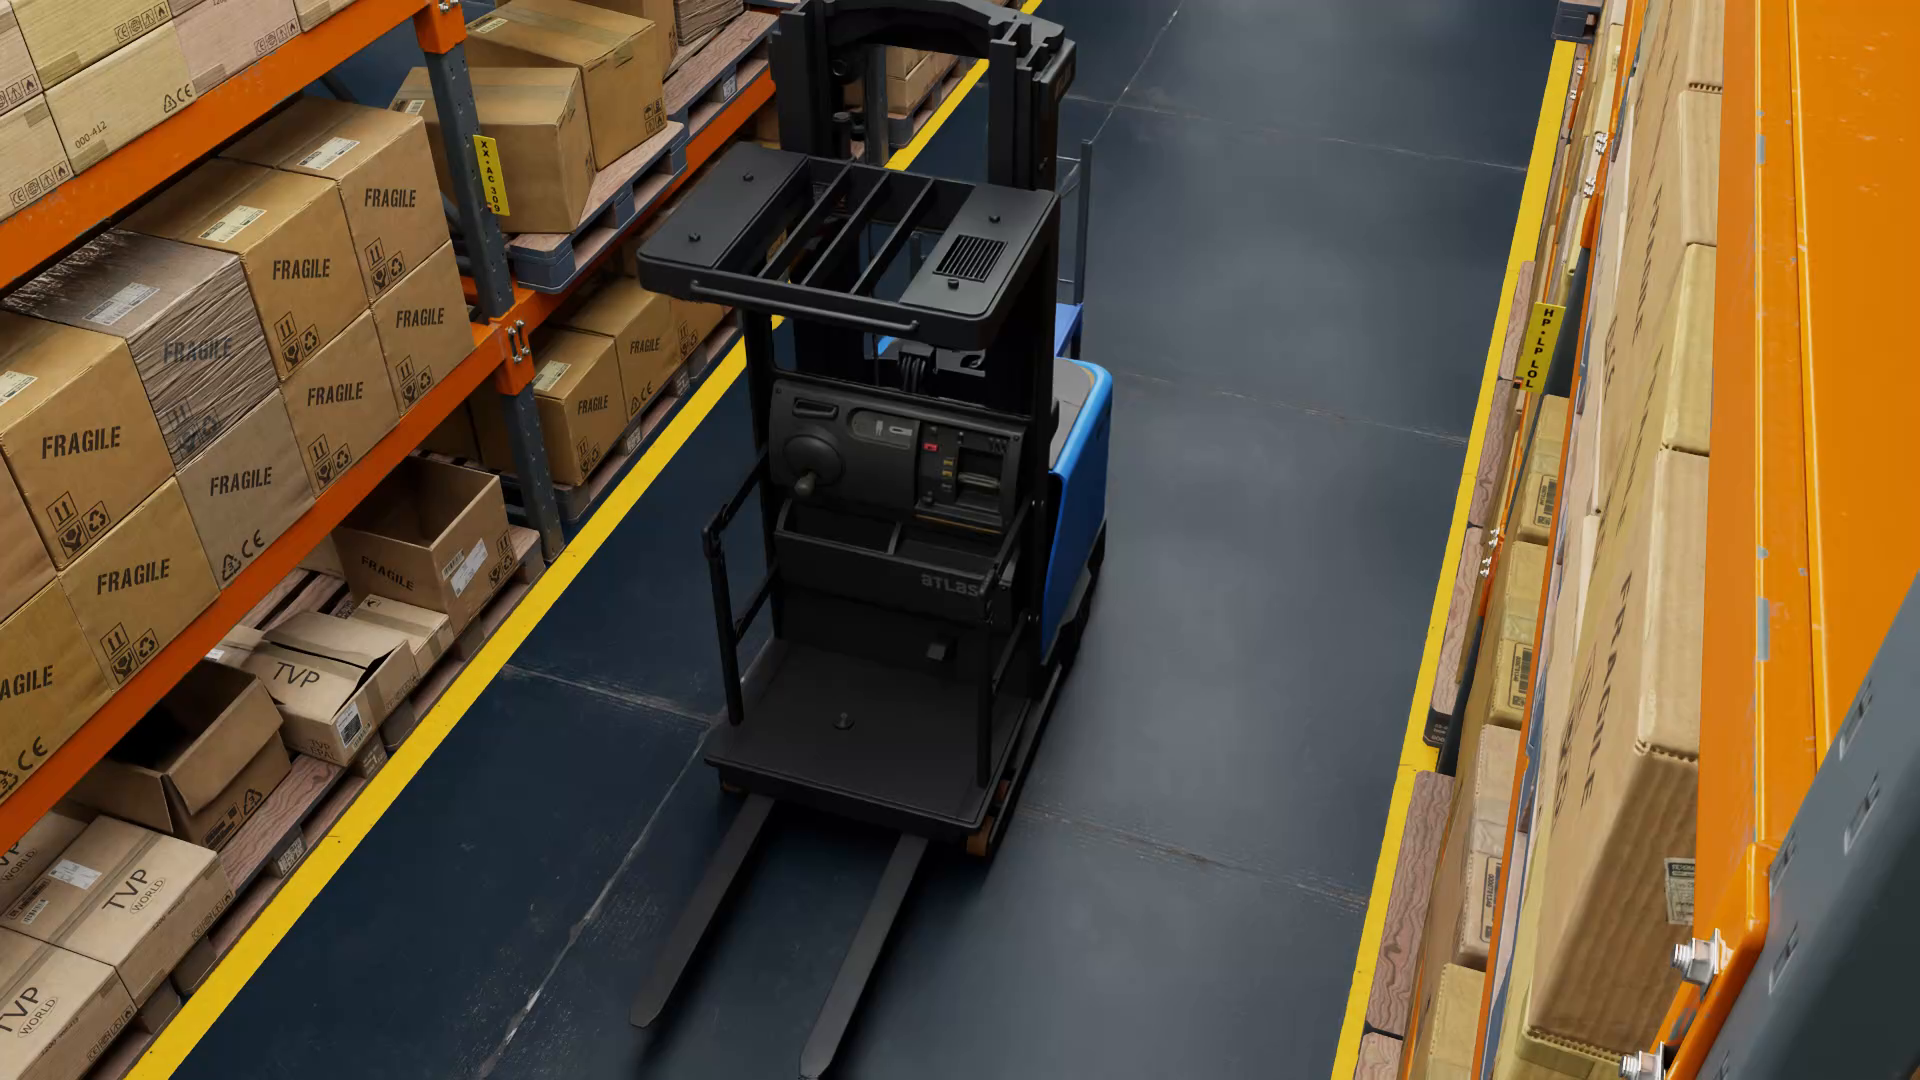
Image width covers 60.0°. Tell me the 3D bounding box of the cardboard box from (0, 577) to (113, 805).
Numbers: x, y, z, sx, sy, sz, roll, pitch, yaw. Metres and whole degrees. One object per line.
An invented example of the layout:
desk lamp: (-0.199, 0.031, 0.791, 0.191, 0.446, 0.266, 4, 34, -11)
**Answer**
cardboard box: (-2.928, 0.390, 4.858, 0.500, 0.500, 0.500, 13, 42, 15)

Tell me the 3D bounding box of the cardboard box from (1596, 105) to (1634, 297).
cardboard box: (1.679, -0.692, 3.608, 0.500, 0.250, 0.500, 12, 42, 14)

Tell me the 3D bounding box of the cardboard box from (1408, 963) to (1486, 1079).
cardboard box: (1.386, 1.485, 3.420, 0.980, 0.700, 0.700, 13, 42, 15)

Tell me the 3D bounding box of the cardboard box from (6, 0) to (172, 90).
cardboard box: (-2.564, -1.487, 4.554, 0.500, 0.250, 0.500, 13, 42, 15)

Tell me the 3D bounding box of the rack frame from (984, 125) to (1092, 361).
rack frame: (0.355, -1.271, 8.037, 0.500, 1.500, 0.032, 12, 42, 14)

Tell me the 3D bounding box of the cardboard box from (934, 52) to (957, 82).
cardboard box: (-0.311, -3.292, 11.046, 0.500, 0.250, 0.500, 12, 42, 14)

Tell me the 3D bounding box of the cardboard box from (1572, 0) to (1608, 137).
cardboard box: (3.124, -2.122, 7.559, 0.500, 0.500, 0.500, 15, 43, 17)

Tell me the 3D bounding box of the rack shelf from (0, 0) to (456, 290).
rack shelf: (-2.989, -0.825, 4.603, 1.077, 0.370, 4.000, 13, 42, 15)

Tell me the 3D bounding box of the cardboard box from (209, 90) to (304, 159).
cardboard box: (-2.731, -1.371, 6.153, 0.500, 0.500, 0.500, 14, 43, 16)

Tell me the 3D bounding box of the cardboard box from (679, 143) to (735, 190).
cardboard box: (-1.398, -1.837, 8.554, 0.500, 0.250, 0.500, 13, 42, 14)

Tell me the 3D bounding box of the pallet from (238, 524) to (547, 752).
pallet: (-2.541, 0.302, 7.188, 1.003, 0.211, 1.213, 13, 42, 15)

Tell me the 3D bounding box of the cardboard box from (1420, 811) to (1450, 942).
cardboard box: (1.999, 1.144, 5.654, 0.700, 0.500, 0.500, 14, 42, 16)

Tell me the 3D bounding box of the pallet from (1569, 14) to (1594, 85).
pallet: (4.822, -3.424, 11.554, 1.003, 0.211, 1.213, 13, 42, 15)

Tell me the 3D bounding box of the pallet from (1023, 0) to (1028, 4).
pallet: (0.215, -4.538, 12.860, 1.003, 0.211, 1.213, 13, 42, 15)

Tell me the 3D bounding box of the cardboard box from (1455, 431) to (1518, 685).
cardboard box: (2.451, 0.152, 6.547, 0.750, 0.750, 0.750, 14, 42, 16)

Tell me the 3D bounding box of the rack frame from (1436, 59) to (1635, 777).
rack frame: (2.351, -0.081, 5.487, 1.000, 3.000, 0.127, 13, 42, 15)

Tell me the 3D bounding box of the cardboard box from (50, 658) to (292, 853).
cardboard box: (-2.943, 0.751, 6.096, 0.797, 0.503, 0.637, 13, 42, 15)

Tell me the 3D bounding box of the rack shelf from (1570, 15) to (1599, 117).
rack shelf: (4.403, -3.467, 10.010, 1.077, 0.370, 4.000, 13, 42, 15)

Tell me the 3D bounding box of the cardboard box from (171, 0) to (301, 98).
cardboard box: (-2.403, -1.604, 5.077, 0.500, 0.250, 0.500, 13, 42, 15)

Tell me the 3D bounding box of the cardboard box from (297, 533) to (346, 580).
cardboard box: (-2.652, -0.114, 7.259, 0.500, 0.311, 0.500, 13, 42, 15)

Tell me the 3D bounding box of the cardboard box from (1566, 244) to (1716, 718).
cardboard box: (1.158, -0.018, 2.240, 0.500, 0.500, 0.500, 15, 43, 16)

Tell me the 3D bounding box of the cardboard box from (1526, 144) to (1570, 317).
cardboard box: (3.344, -1.443, 8.417, 0.750, 0.750, 0.750, 13, 42, 15)

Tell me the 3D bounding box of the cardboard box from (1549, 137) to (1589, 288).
cardboard box: (2.617, -1.195, 6.471, 0.500, 0.500, 0.500, 13, 42, 15)

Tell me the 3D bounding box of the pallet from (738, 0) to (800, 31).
pallet: (-1.103, -3.116, 9.192, 1.213, 0.211, 1.003, 13, 42, 15)

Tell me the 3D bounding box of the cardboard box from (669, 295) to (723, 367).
cardboard box: (-1.561, -1.266, 8.464, 0.500, 0.500, 0.500, 14, 42, 16)

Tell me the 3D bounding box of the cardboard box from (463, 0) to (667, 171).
cardboard box: (-1.758, -2.048, 7.393, 0.700, 0.500, 0.500, 20, 44, 22)

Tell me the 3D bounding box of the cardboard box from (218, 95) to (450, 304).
cardboard box: (-2.235, -1.230, 5.987, 0.500, 0.500, 0.500, 14, 42, 15)

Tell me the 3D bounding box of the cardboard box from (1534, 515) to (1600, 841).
cardboard box: (1.161, 0.254, 2.499, 0.500, 0.250, 0.500, 12, 42, 13)

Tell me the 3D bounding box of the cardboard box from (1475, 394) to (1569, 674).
cardboard box: (2.150, 0.132, 5.006, 0.980, 0.700, 0.700, 14, 42, 16)

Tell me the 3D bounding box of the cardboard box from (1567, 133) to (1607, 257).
cardboard box: (2.454, -1.176, 5.872, 0.500, 0.250, 0.500, 14, 42, 16)

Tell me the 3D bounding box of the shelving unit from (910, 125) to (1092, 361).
shelving unit: (0.195, -0.958, 7.671, 0.538, 1.500, 1.048, 12, 42, 14)

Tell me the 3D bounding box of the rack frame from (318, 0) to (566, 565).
rack frame: (-2.305, -1.178, 6.773, 1.000, 3.000, 0.127, 13, 42, 15)

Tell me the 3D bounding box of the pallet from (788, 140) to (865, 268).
pallet: (-1.228, -2.110, 10.014, 1.003, 0.211, 1.213, 13, 42, 15)

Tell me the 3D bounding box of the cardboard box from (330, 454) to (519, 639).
cardboard box: (-2.234, 0.016, 6.961, 0.500, 0.500, 0.500, 13, 42, 15)

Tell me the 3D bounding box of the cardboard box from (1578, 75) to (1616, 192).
cardboard box: (2.629, -1.487, 6.236, 0.500, 0.250, 0.500, 14, 42, 16)

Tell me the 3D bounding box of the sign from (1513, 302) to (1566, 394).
sign: (1.838, -0.606, 5.271, 0.100, 0.325, 0.005, 13, 42, 15)

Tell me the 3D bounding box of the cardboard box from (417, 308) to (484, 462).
cardboard box: (-2.406, -0.759, 7.869, 0.500, 0.500, 0.500, 13, 42, 15)

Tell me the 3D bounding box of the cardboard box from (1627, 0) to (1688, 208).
cardboard box: (1.674, -0.960, 3.344, 0.500, 0.500, 0.500, 12, 42, 14)

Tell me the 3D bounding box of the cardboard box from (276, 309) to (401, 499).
cardboard box: (-2.410, -0.539, 5.948, 0.500, 0.500, 0.500, 14, 43, 16)

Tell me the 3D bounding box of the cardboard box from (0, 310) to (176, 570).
cardboard box: (-2.753, -0.303, 4.901, 0.500, 0.500, 0.500, 13, 42, 15)

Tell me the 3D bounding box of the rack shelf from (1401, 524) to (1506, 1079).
rack shelf: (1.667, 1.413, 4.291, 1.077, 0.370, 4.000, 13, 42, 15)

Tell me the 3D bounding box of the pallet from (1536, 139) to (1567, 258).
pallet: (3.987, -1.936, 9.810, 1.003, 0.211, 1.213, 13, 42, 15)

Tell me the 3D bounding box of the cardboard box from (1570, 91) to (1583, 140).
cardboard box: (3.124, -1.988, 7.901, 0.380, 0.149, 0.250, 15, 43, 16)

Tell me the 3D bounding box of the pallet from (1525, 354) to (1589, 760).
pallet: (1.642, 0.050, 3.091, 1.003, 0.211, 1.213, 13, 42, 15)

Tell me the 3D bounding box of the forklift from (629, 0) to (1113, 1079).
forklift: (-0.299, -0.213, 5.695, 1.130, 2.935, 3.031, 12, 42, 14)

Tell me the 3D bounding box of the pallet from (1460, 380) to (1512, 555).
pallet: (2.959, -0.254, 7.839, 1.003, 0.211, 1.213, 13, 42, 15)
